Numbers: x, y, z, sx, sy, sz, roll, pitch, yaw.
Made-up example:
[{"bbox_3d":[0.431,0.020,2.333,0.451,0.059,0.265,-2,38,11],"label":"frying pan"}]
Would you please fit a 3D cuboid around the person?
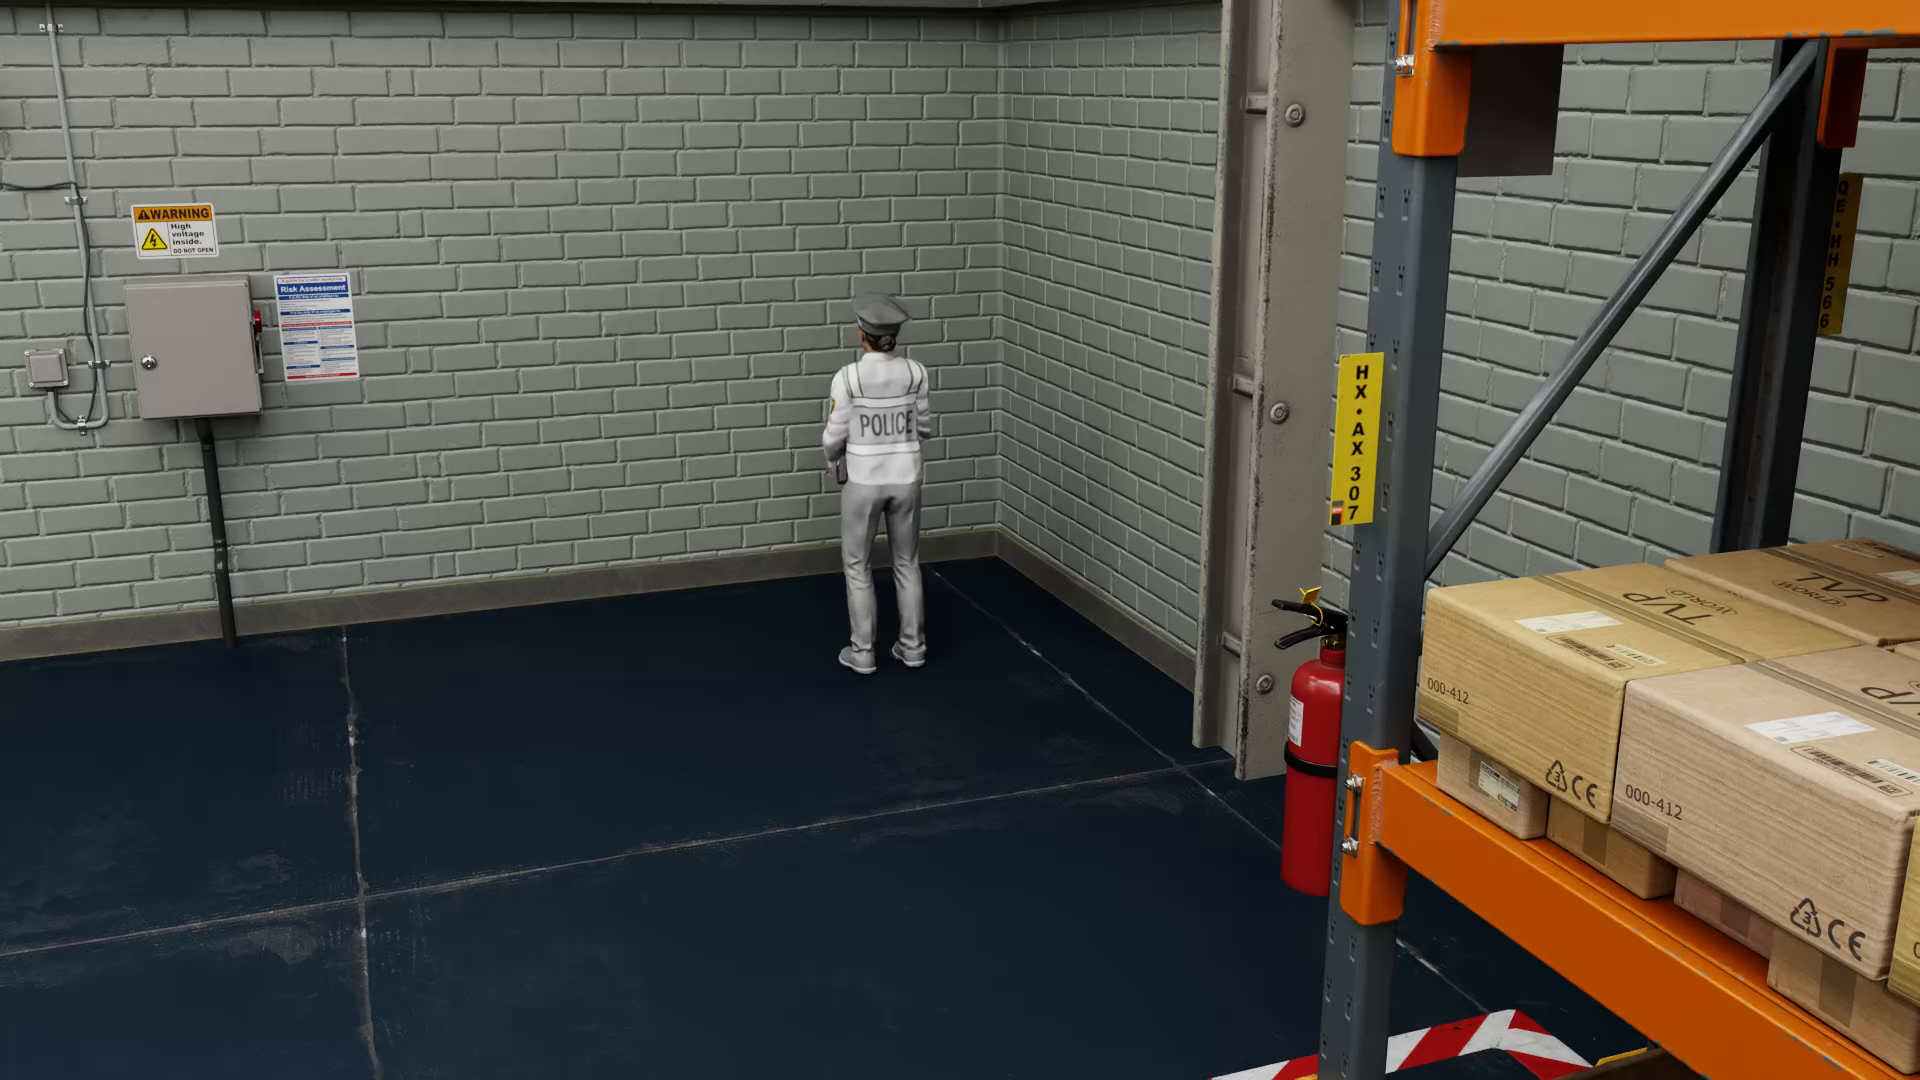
[{"bbox_3d":[-0.379,-0.261,7.394,0.486,1.692,0.504,-6,17,-20],"label":"person"}]
